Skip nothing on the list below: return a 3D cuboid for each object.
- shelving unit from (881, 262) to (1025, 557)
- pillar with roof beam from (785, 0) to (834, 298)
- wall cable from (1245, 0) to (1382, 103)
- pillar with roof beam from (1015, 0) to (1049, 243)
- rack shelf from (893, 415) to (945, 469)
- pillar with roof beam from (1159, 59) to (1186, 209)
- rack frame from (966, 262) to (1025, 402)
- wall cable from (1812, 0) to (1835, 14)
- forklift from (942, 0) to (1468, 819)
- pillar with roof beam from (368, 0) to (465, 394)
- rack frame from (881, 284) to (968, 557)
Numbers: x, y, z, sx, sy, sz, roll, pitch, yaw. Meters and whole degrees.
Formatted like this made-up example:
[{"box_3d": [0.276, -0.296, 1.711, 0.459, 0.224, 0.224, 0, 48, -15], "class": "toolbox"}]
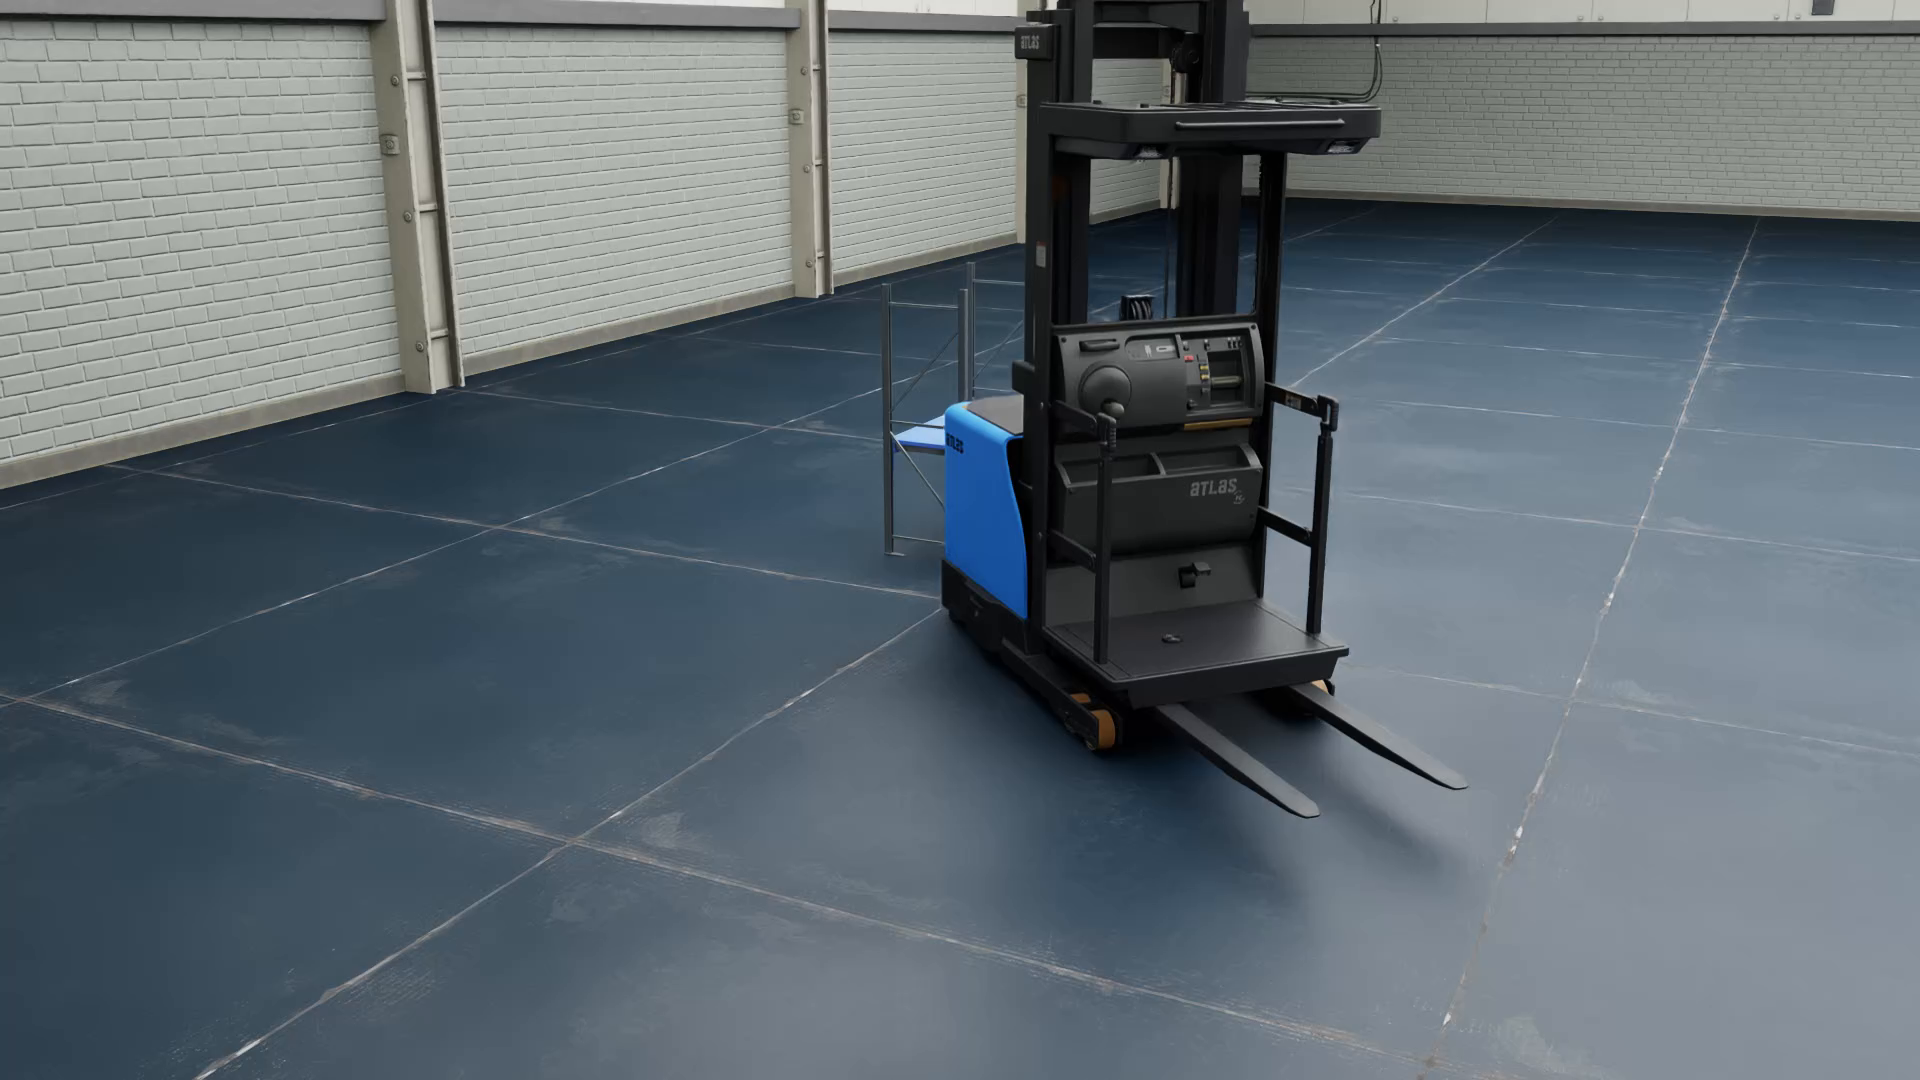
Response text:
[{"box_3d": [0.038, -0.741, 9.384, 0.538, 1.500, 1.048, 8, 18, 25], "class": "shelving unit"}, {"box_3d": [2.186, -6.551, 15.777, 9.100, 9.000, 0.400, 8, 18, 25], "class": "pillar with roof beam"}, {"box_3d": [6.196, -9.249, 30.314, 3.097, 2.526, 0.112, 8, 18, 25], "class": "wall cable"}, {"box_3d": [4.867, -8.080, 20.922, 9.100, 9.000, 0.400, 8, 18, 25], "class": "pillar with roof beam"}, {"box_3d": [0.038, -0.568, 9.435, 0.538, 0.185, 1.000, 8, 18, 25], "class": "rack shelf"}, {"box_3d": [7.548, -9.608, 26.068, 9.100, 9.000, 0.400, 8, 18, 25], "class": "pillar with roof beam"}, {"box_3d": [0.265, -0.870, 9.820, 0.500, 1.500, 0.032, 8, 18, 25], "class": "rack frame"}, {"box_3d": [14.682, -11.156, 25.308, 2.305, 6.003, 0.169, 8, 18, 25], "class": "wall cable"}, {"box_3d": [0.921, -0.693, 6.711, 1.130, 2.935, 3.031, -6, 18, -21], "class": "forklift"}, {"box_3d": [-0.495, -5.023, 10.631, 9.100, 9.000, 0.400, 8, 18, 25], "class": "pillar with roof beam"}, {"box_3d": [-0.189, -0.611, 8.948, 0.500, 1.500, 0.032, 8, 18, 25], "class": "rack frame"}]
